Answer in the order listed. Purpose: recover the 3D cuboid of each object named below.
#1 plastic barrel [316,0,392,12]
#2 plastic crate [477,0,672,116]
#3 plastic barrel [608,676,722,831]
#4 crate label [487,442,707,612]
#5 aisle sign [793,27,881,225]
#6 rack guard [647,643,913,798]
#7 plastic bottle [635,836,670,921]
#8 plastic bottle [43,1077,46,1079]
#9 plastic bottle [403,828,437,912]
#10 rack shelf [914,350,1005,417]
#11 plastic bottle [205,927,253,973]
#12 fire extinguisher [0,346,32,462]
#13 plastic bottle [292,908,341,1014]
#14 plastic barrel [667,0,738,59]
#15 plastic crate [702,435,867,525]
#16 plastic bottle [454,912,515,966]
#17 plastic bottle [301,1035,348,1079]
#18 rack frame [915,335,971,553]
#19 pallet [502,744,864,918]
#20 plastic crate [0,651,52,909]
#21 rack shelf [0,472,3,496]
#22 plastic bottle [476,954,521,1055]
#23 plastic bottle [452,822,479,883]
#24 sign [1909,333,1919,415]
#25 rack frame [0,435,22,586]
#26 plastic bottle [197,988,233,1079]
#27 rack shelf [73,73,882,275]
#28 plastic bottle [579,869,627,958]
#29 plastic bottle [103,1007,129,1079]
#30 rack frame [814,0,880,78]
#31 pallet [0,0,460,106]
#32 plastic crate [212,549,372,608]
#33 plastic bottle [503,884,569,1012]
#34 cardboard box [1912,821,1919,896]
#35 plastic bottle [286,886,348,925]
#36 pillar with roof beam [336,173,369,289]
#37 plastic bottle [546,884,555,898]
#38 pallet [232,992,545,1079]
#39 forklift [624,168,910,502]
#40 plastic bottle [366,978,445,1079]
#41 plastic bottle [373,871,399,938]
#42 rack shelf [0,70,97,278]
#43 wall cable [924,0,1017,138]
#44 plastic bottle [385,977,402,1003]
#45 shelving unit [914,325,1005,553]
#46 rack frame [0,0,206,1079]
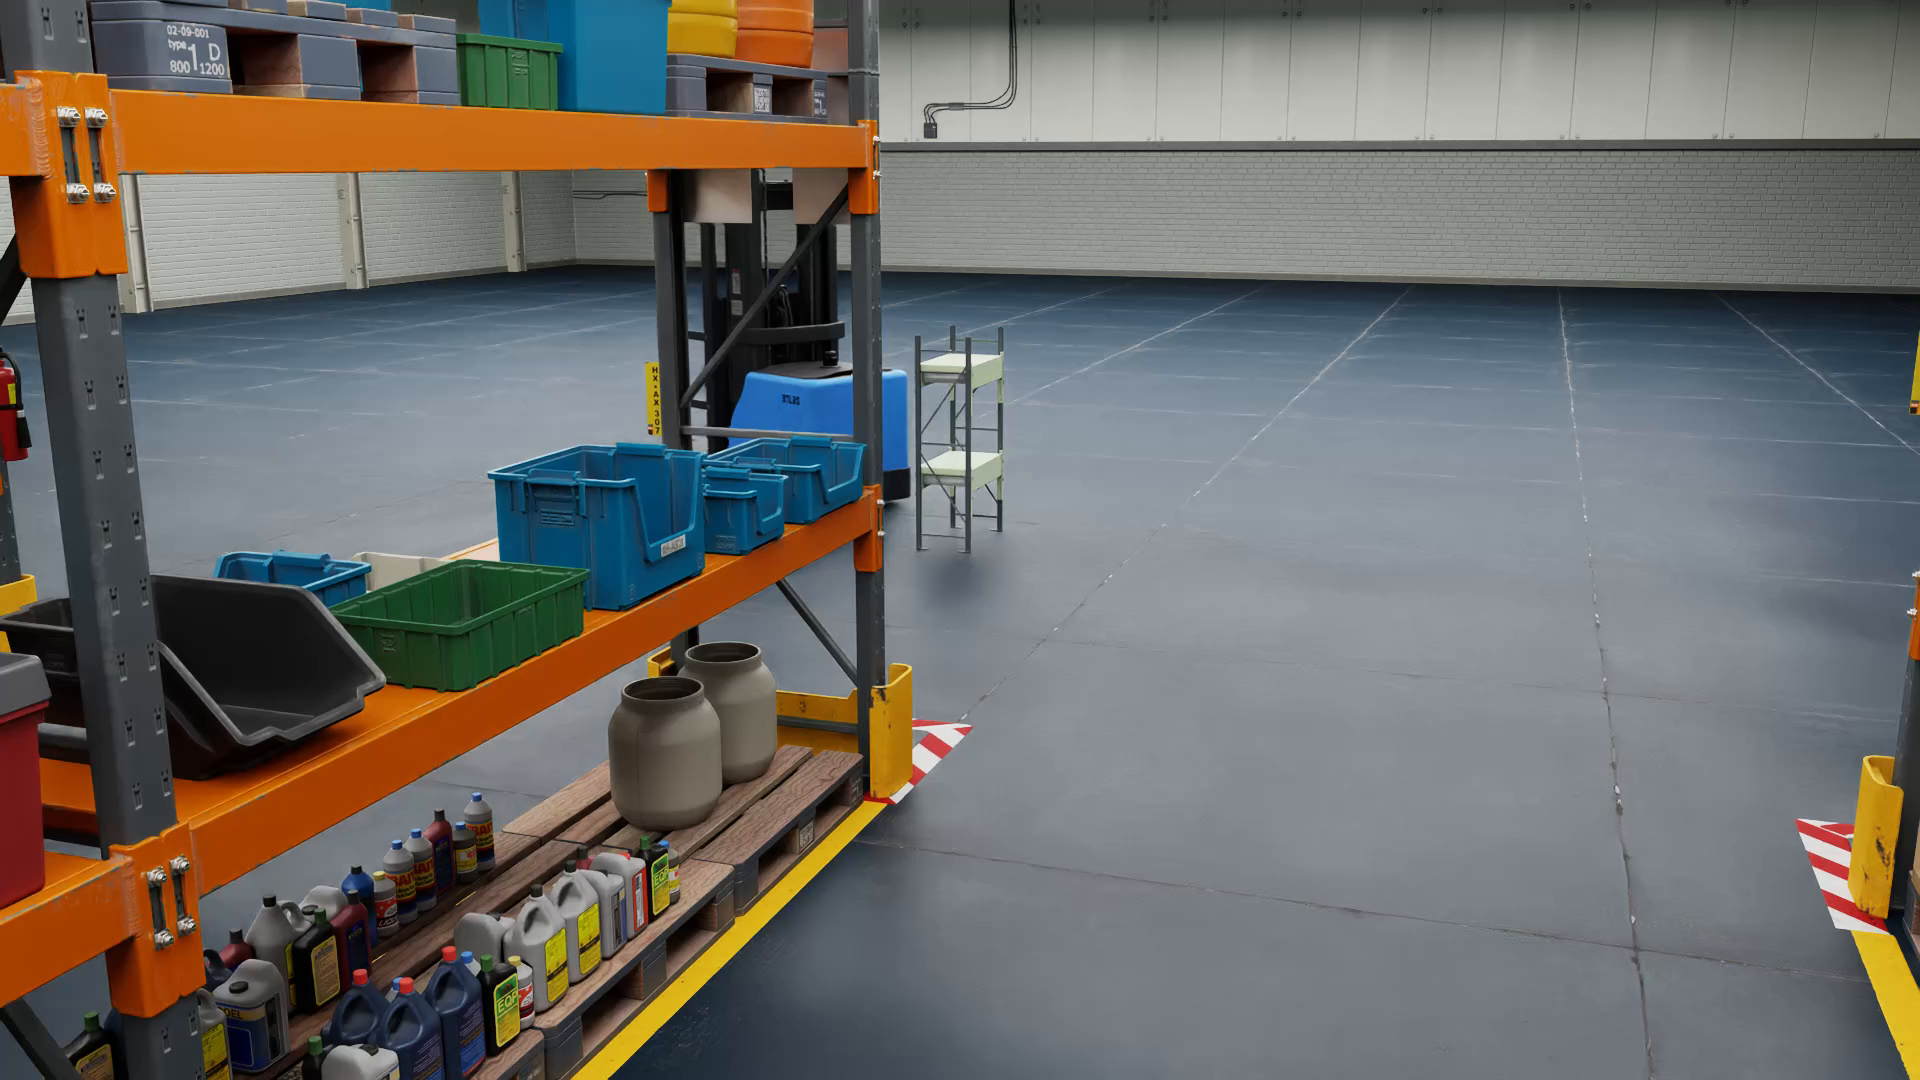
[{"bbox_3d":[-1.692,-1.719,3.967,0.600,0.901,0.708,4,14,18],"label":"plastic barrel"},{"bbox_3d":[-1.153,-1.479,5.022,0.392,0.384,0.575,4,14,18],"label":"plastic crate"},{"bbox_3d":[-1.124,0.810,6.345,0.421,0.512,0.421,0,13,0],"label":"plastic barrel"},{"bbox_3d":[-1.161,-0.058,5.421,0.502,0.435,0.616,4,14,18],"label":"crate label"},{"bbox_3d":[-0.517,-1.709,6.892,0.394,0.787,0.004,4,14,18],"label":"aisle sign"},{"bbox_3d":[-0.801,0.790,7.402,1.175,0.500,0.348,4,14,18],"label":"rack guard"},{"bbox_3d":[-1.021,1.106,5.516,0.061,0.283,0.133,5,14,20],"label":"plastic bottle"},{"bbox_3d":[-2.293,1.445,4.214,0.097,0.201,0.097,0,13,0],"label":"plastic bottle"},{"bbox_3d":[-1.814,1.099,5.573,0.097,0.271,0.097,0,13,0],"label":"plastic bottle"},{"bbox_3d":[0.002,-1.113,11.740,0.431,0.370,0.720,4,14,18],"label":"rack shelf"},{"bbox_3d":[-2.104,1.270,4.797,0.061,0.283,0.133,5,14,22],"label":"plastic bottle"},{"bbox_3d":[-5.035,-0.758,8.740,0.296,0.674,0.183,4,14,18],"label":"fire extinguisher"},{"bbox_3d":[-1.908,1.242,4.923,0.061,0.283,0.133,4,14,18],"label":"plastic bottle"},{"bbox_3d":[-1.070,-1.957,5.715,0.600,0.588,0.600,0,13,0],"label":"plastic barrel"},{"bbox_3d":[-0.700,-0.248,6.669,0.499,0.251,0.616,4,14,18],"label":"plastic crate"},{"bbox_3d":[-1.411,1.233,4.976,0.152,0.276,0.135,4,14,18],"label":"plastic bottle"},{"bbox_3d":[-1.620,1.391,4.268,0.061,0.283,0.133,4,14,18],"label":"plastic bottle"},{"bbox_3d":[-0.116,-0.656,11.490,0.400,1.500,0.023,4,14,18],"label":"rack frame"},{"bbox_3d":[-1.069,1.102,6.686,1.003,0.211,1.213,4,14,18],"label":"pallet"},{"bbox_3d":[-1.983,0.487,2.968,0.402,0.464,0.583,4,14,18],"label":"plastic crate"},{"bbox_3d":[-6.155,-0.032,7.006,1.077,0.370,4.000,4,14,18],"label":"rack shelf"},{"bbox_3d":[-1.308,1.293,4.699,0.061,0.283,0.133,5,14,21],"label":"plastic bottle"},{"bbox_3d":[-1.736,1.083,5.801,0.097,0.201,0.097,0,13,0],"label":"plastic bottle"},{"bbox_3d":[3.341,-0.592,5.718,0.100,0.325,0.005,4,14,18],"label":"sign"},{"bbox_3d":[-5.508,-0.804,8.771,1.000,3.000,0.127,4,14,18],"label":"rack frame"},{"bbox_3d":[-2.043,1.325,4.404,0.144,0.351,0.185,4,14,18],"label":"plastic bottle"},{"bbox_3d":[-1.468,-1.138,5.110,1.077,0.370,4.000,4,14,18],"label":"rack shelf"},{"bbox_3d":[-1.153,1.164,5.278,0.152,0.276,0.135,4,13,17],"label":"plastic bottle"},{"bbox_3d":[-2.180,1.315,4.449,0.144,0.351,0.185,4,13,17],"label":"plastic bottle"},{"bbox_3d":[-0.821,-3.372,6.541,1.000,3.000,0.127,4,14,18],"label":"rack frame"},{"bbox_3d":[-1.974,-1.135,3.902,1.213,0.211,1.003,4,14,18],"label":"pallet"},{"bbox_3d":[-2.014,0.214,4.642,0.499,0.251,0.616,4,14,18],"label":"plastic crate"},{"bbox_3d":[-1.263,1.202,4.944,0.144,0.351,0.185,4,14,18],"label":"plastic bottle"},{"bbox_3d":[3.480,1.142,5.477,0.500,0.250,0.500,4,14,18],"label":"cardboard box"},{"bbox_3d":[-1.957,1.209,5.081,0.152,0.276,0.135,5,14,19],"label":"plastic bottle"},{"bbox_3d":[-8.822,-9.461,33.215,9.100,9.000,0.400,4,14,18],"label":"pillar with roof beam"},{"bbox_3d":[-1.277,1.196,5.309,0.097,0.201,0.097,0,13,0],"label":"plastic bottle"},{"bbox_3d":[-1.859,1.616,4.435,1.003,0.211,1.213,4,14,18],"label":"pallet"},{"bbox_3d":[-1.761,-1.871,13.600,1.130,2.935,3.031,-12,17,-41],"label":"forklift"},{"bbox_3d":[-1.462,1.331,4.378,0.144,0.351,0.185,5,14,20],"label":"plastic bottle"},{"bbox_3d":[-1.878,1.175,5.397,0.097,0.201,0.097,0,13,0],"label":"plastic bottle"},{"bbox_3d":[-2.763,-0.296,1.420,1.077,0.370,4.000,4,14,18],"label":"rack shelf"},{"bbox_3d":[0.228,-12.530,39.021,2.305,6.003,0.169,4,14,18],"label":"wall cable"},{"bbox_3d":[-1.529,1.331,4.559,0.097,0.271,0.097,0,13,0],"label":"plastic bottle"},{"bbox_3d":[0.002,-0.733,11.827,0.431,1.500,0.755,4,14,18],"label":"shelving unit"},{"bbox_3d":[-2.119,0.394,3.520,0.949,2.616,0.053,4,14,18],"label":"rack frame"}]
